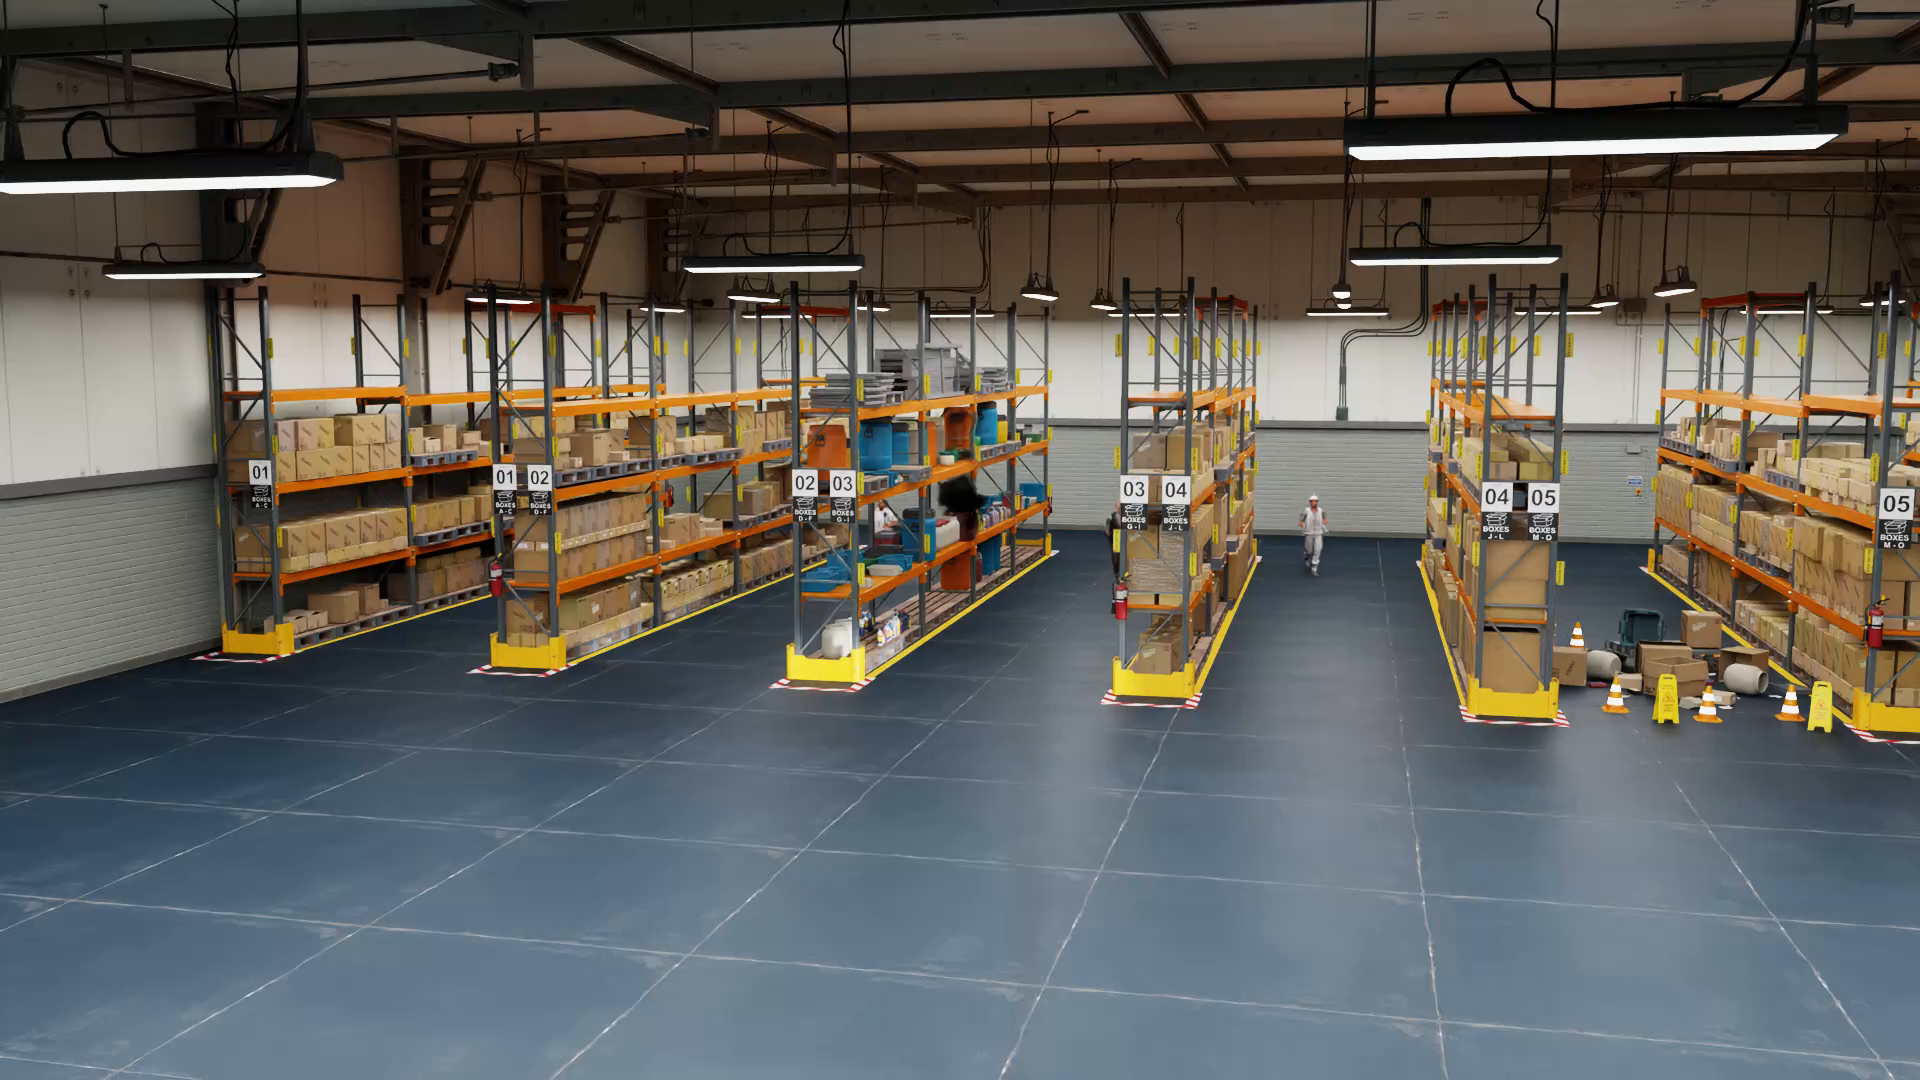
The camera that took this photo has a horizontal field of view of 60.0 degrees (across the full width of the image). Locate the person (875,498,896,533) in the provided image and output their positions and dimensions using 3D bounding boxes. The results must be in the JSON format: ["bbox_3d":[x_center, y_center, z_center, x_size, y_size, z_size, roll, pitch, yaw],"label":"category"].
[{"bbox_3d":[-1.609,-0.038,34.511,0.581,1.722,0.633,2,7,13],"label":"person"}]

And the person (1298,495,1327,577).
[{"bbox_3d":[7.846,-0.105,36.897,0.657,1.771,0.810,0,7,1],"label":"person"}]

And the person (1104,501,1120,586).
[{"bbox_3d":[3.192,0.070,33.108,0.650,1.726,0.804,1,7,11],"label":"person"}]
